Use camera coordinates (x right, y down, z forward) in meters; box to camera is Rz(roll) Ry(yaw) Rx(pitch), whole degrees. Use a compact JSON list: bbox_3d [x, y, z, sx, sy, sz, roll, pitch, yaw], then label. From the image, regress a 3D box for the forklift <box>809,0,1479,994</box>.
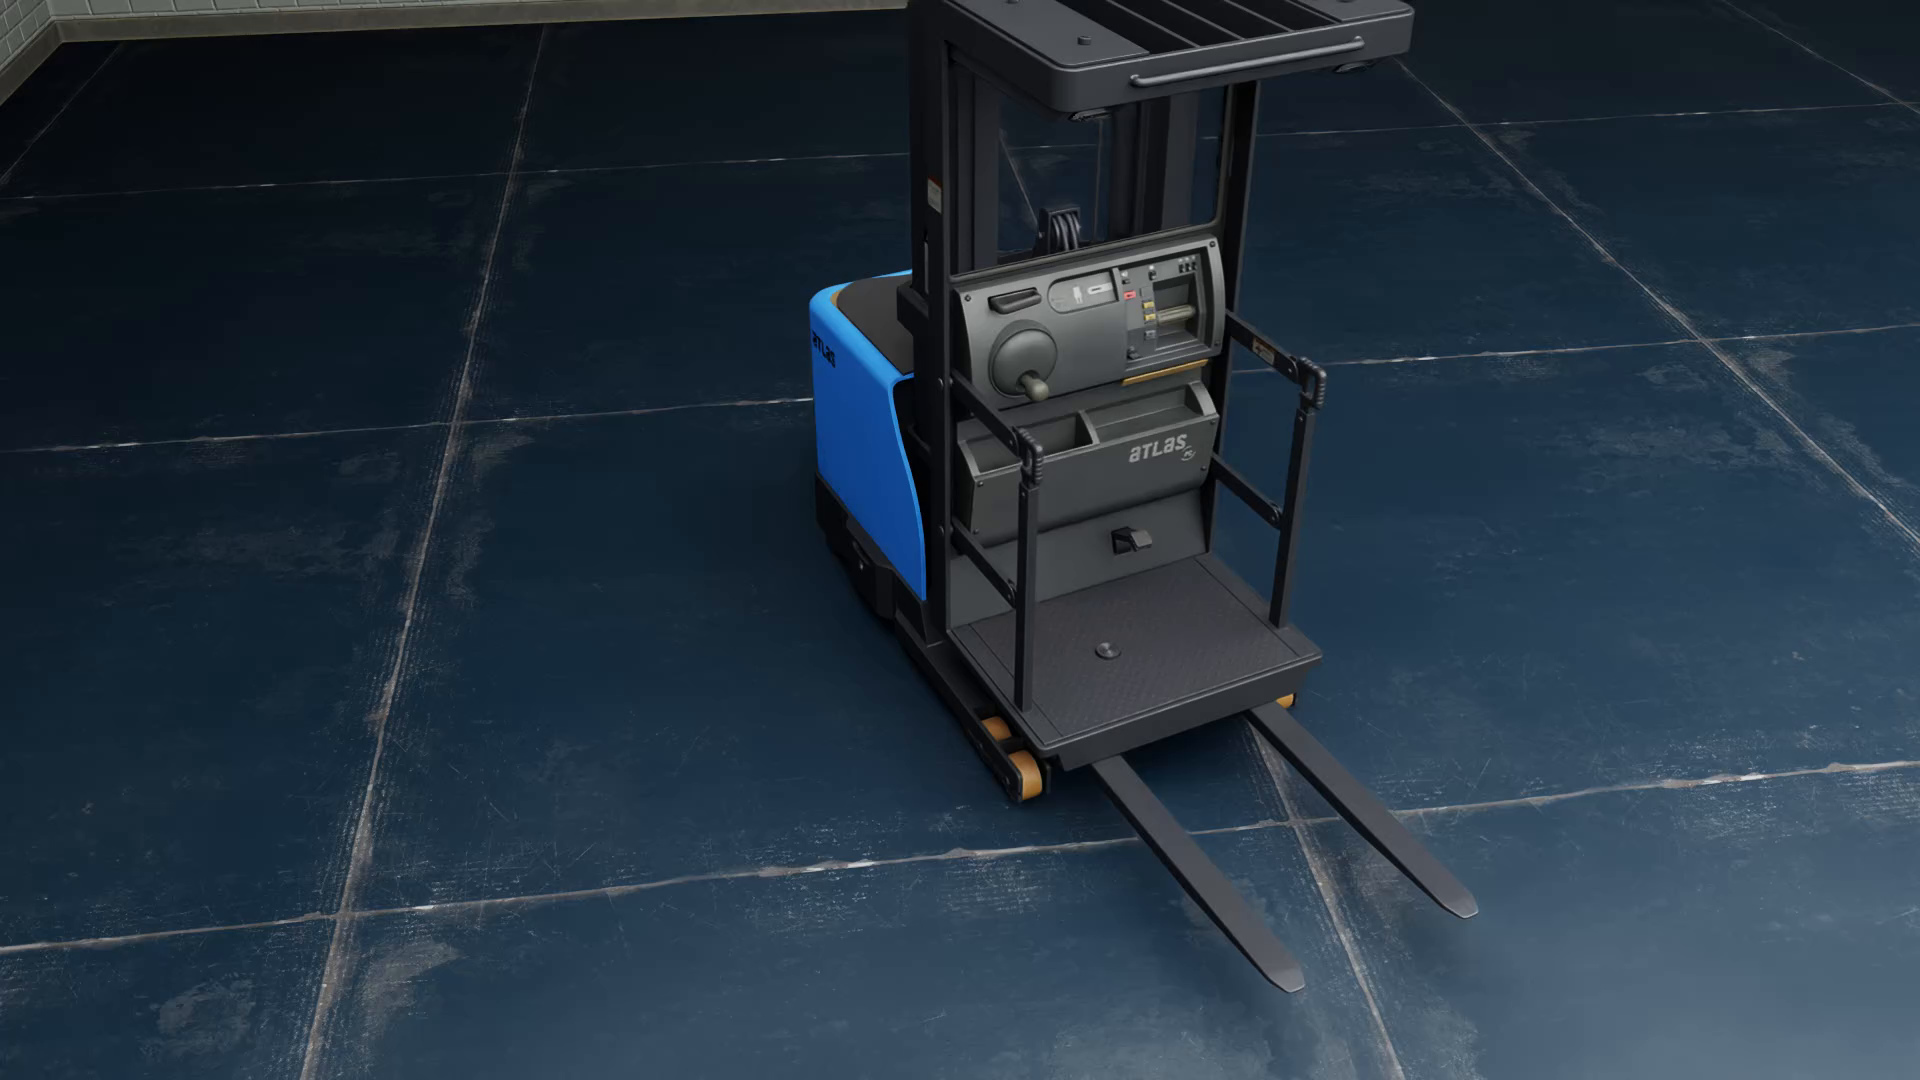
[{"bbox_3d":[0.525,-0.637,5.082,1.130,2.935,3.031,-16,37,-22],"label":"forklift"}]
